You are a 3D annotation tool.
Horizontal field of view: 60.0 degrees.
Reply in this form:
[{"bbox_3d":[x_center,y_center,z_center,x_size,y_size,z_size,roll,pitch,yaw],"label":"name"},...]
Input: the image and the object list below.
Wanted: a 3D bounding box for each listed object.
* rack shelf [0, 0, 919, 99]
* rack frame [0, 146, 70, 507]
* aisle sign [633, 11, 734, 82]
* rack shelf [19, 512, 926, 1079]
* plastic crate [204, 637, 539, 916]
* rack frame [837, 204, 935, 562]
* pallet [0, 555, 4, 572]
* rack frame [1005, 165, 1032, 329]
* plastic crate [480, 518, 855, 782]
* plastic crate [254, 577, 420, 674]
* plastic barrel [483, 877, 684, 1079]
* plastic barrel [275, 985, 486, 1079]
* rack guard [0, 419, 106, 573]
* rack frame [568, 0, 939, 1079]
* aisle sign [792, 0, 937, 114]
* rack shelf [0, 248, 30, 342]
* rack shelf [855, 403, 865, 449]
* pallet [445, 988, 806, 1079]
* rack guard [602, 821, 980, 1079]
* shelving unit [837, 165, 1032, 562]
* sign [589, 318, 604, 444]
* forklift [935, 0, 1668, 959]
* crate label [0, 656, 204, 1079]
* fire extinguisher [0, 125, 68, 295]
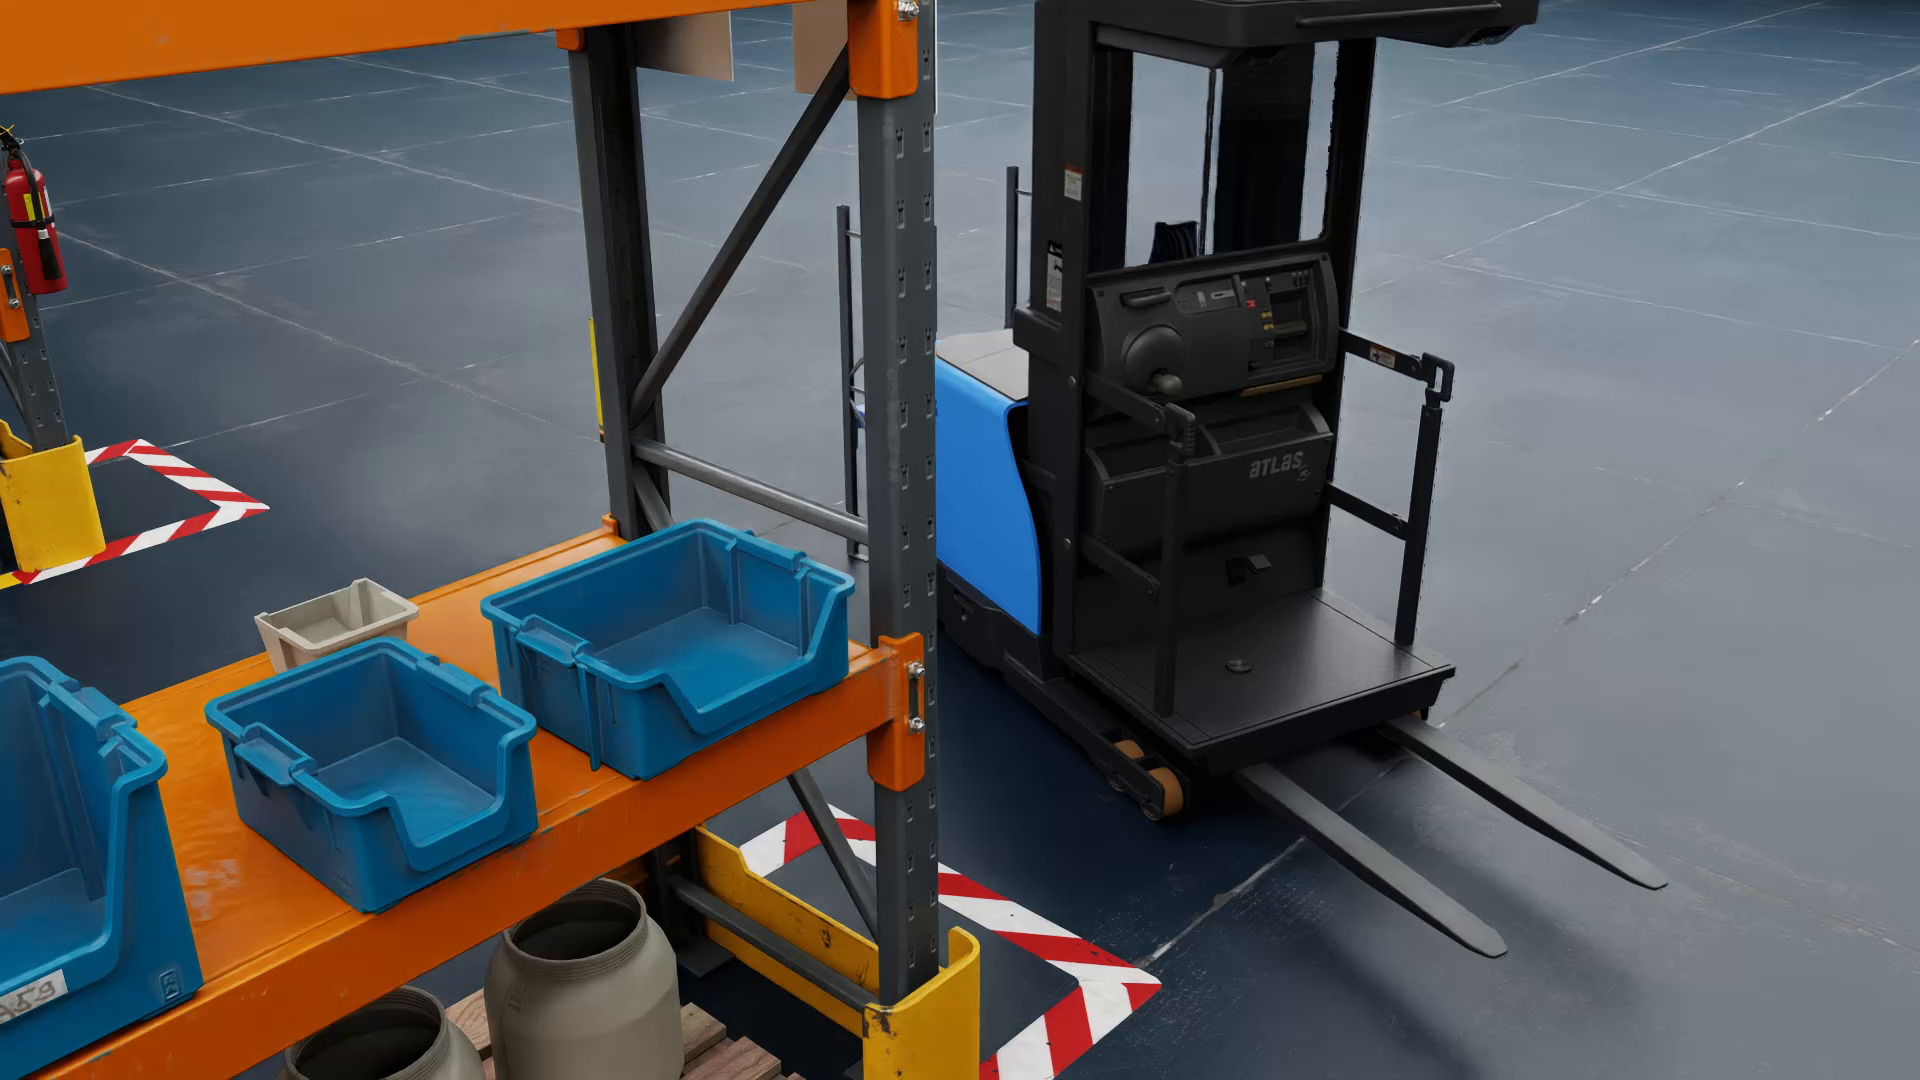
[{"bbox_3d":[-1.796,-0.534,1.988,1.077,0.370,4.000,20,31,38],"label":"rack shelf"},{"bbox_3d":[-4.149,-1.456,6.830,1.000,3.000,0.127,20,31,38],"label":"rack frame"},{"bbox_3d":[-0.631,-1.391,3.509,0.394,0.787,0.004,20,31,38],"label":"aisle sign"},{"bbox_3d":[-1.796,0.834,2.602,1.077,0.370,4.000,20,31,38],"label":"rack shelf"},{"bbox_3d":[-1.010,0.395,2.884,0.499,0.251,0.408,20,31,38],"label":"plastic crate"},{"bbox_3d":[-0.289,-0.558,6.662,0.500,1.500,0.032,20,31,38],"label":"rack frame"},{"bbox_3d":[-4.768,0.078,6.818,1.003,0.211,1.213,20,31,38],"label":"pallet"},{"bbox_3d":[0.397,-0.866,7.348,0.500,1.500,0.032,20,31,38],"label":"rack frame"},{"bbox_3d":[-0.572,0.199,3.322,0.499,0.251,0.616,20,31,38],"label":"plastic crate"},{"bbox_3d":[-1.298,0.202,3.456,0.298,0.136,0.250,20,31,38],"label":"plastic crate"},{"bbox_3d":[-0.843,1.062,3.743,0.421,0.512,0.421,0,24,0],"label":"plastic barrel"},{"bbox_3d":[-1.178,1.215,3.402,0.421,0.512,0.421,0,24,0],"label":"plastic barrel"},{"bbox_3d":[-4.200,-0.292,7.290,1.175,0.500,0.348,20,31,38],"label":"rack guard"},{"bbox_3d":[-0.461,-0.103,3.814,1.000,3.000,0.127,20,31,38],"label":"rack frame"},{"bbox_3d":[-0.192,-1.230,3.150,0.394,0.787,0.004,20,31,38],"label":"aisle sign"},{"bbox_3d":[-5.484,-0.518,5.618,1.077,0.370,4.000,20,31,38],"label":"rack shelf"},{"bbox_3d":[0.054,-0.548,7.079,0.538,0.185,1.000,20,31,38],"label":"rack shelf"},{"bbox_3d":[-1.023,1.451,3.755,1.003,0.211,1.213,20,31,38],"label":"pallet"},{"bbox_3d":[-0.476,1.073,4.245,1.175,0.500,0.348,20,31,38],"label":"rack guard"},{"bbox_3d":[0.054,-0.712,7.005,0.538,1.500,1.048,20,31,38],"label":"shelving unit"},{"bbox_3d":[-0.868,-0.381,4.095,0.100,0.325,0.005,20,31,38],"label":"sign"},{"bbox_3d":[0.933,-0.662,5.143,1.130,2.935,3.031,-13,27,-26],"label":"forklift"},{"bbox_3d":[-1.488,0.515,2.391,0.502,0.435,0.616,20,31,38],"label":"crate label"},{"bbox_3d":[-3.730,-1.329,6.643,0.296,0.674,0.183,20,31,38],"label":"fire extinguisher"}]
